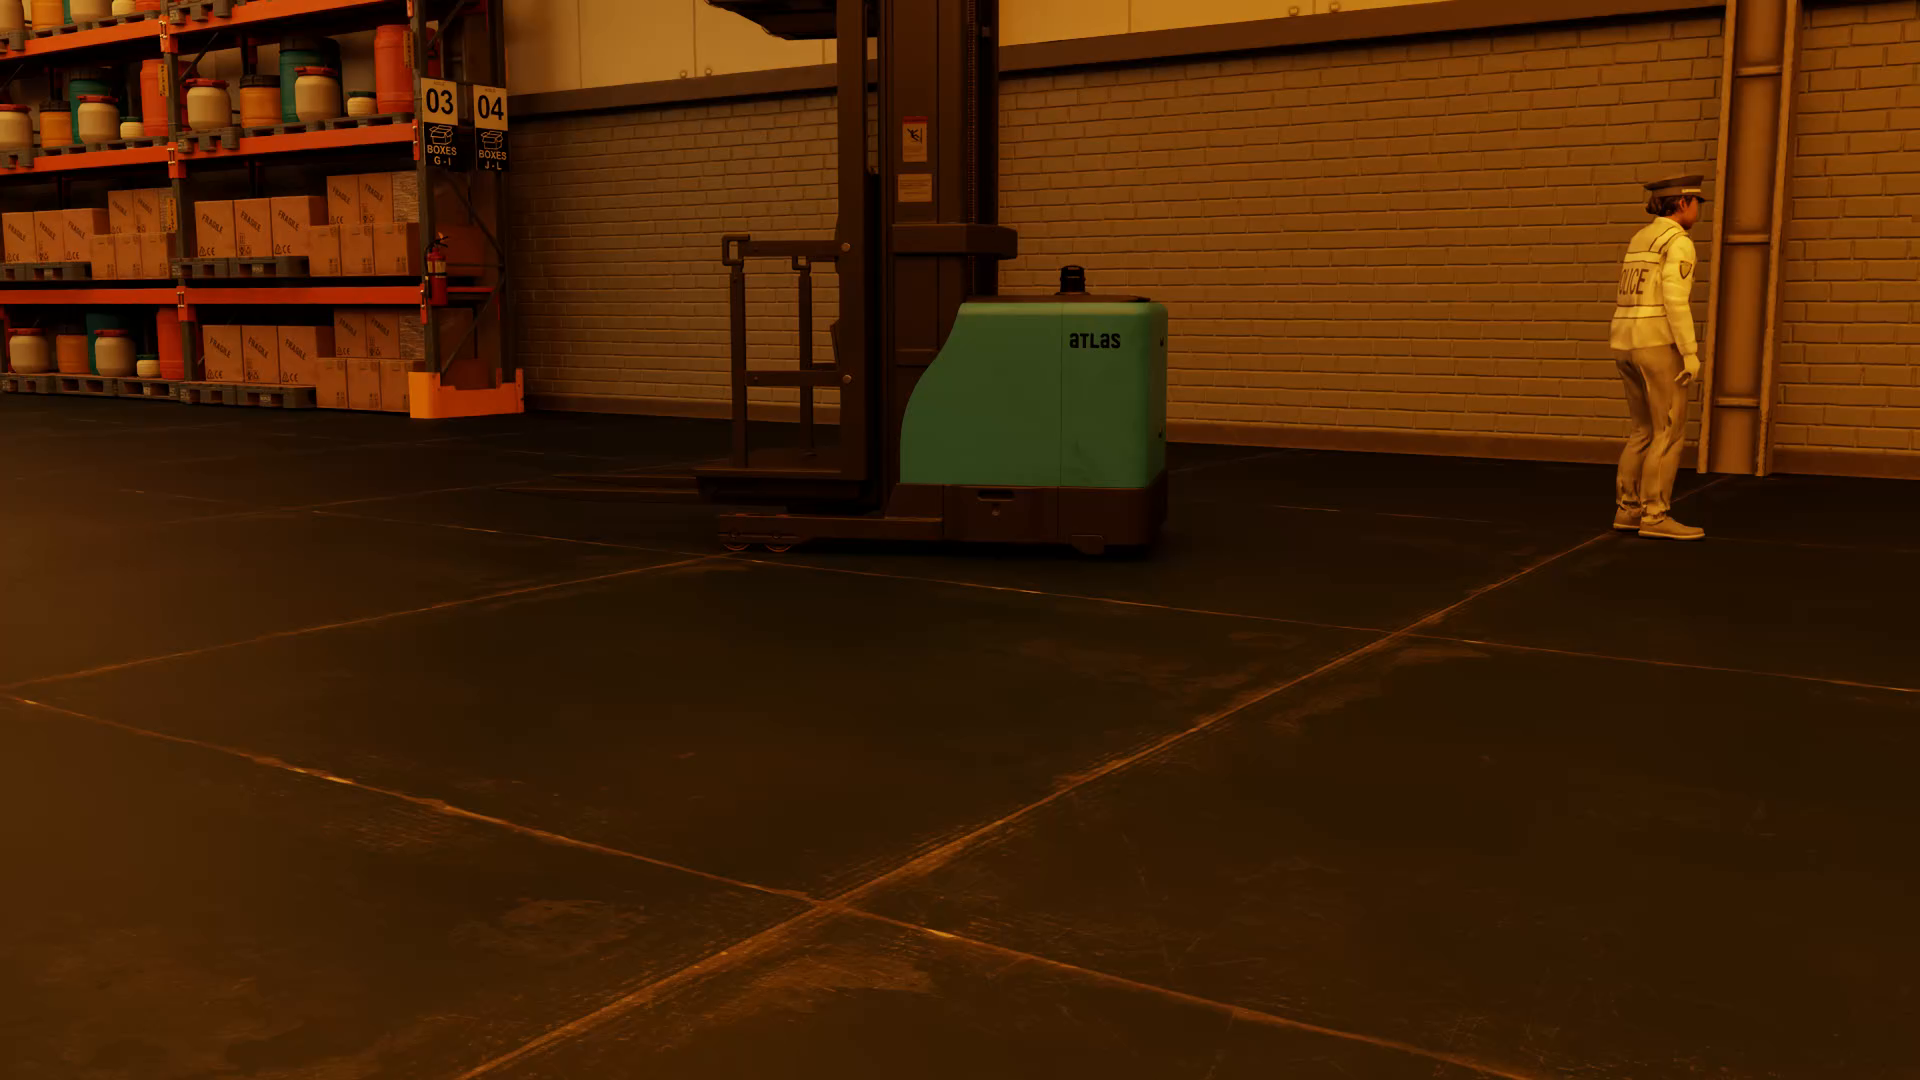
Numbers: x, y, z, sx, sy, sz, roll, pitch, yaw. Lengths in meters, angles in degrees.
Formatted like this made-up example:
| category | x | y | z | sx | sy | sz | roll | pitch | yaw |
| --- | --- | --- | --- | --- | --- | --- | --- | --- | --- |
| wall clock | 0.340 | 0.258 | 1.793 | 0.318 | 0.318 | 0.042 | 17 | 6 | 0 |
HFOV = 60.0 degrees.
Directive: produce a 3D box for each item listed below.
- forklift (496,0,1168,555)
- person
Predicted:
| category | x | y | z | sx | sy | sz | roll | pitch | yaw |
| --- | --- | --- | --- | --- | --- | --- | --- | --- | --- |
| forklift | -0.596 | -1.469 | 7.520 | 3.031 | 2.935 | 1.130 | 2 | 8 | 12 |
| person | 3.231 | -0.855 | 7.710 | 0.373 | 1.665 | 0.542 | -1 | 8 | -4 |
